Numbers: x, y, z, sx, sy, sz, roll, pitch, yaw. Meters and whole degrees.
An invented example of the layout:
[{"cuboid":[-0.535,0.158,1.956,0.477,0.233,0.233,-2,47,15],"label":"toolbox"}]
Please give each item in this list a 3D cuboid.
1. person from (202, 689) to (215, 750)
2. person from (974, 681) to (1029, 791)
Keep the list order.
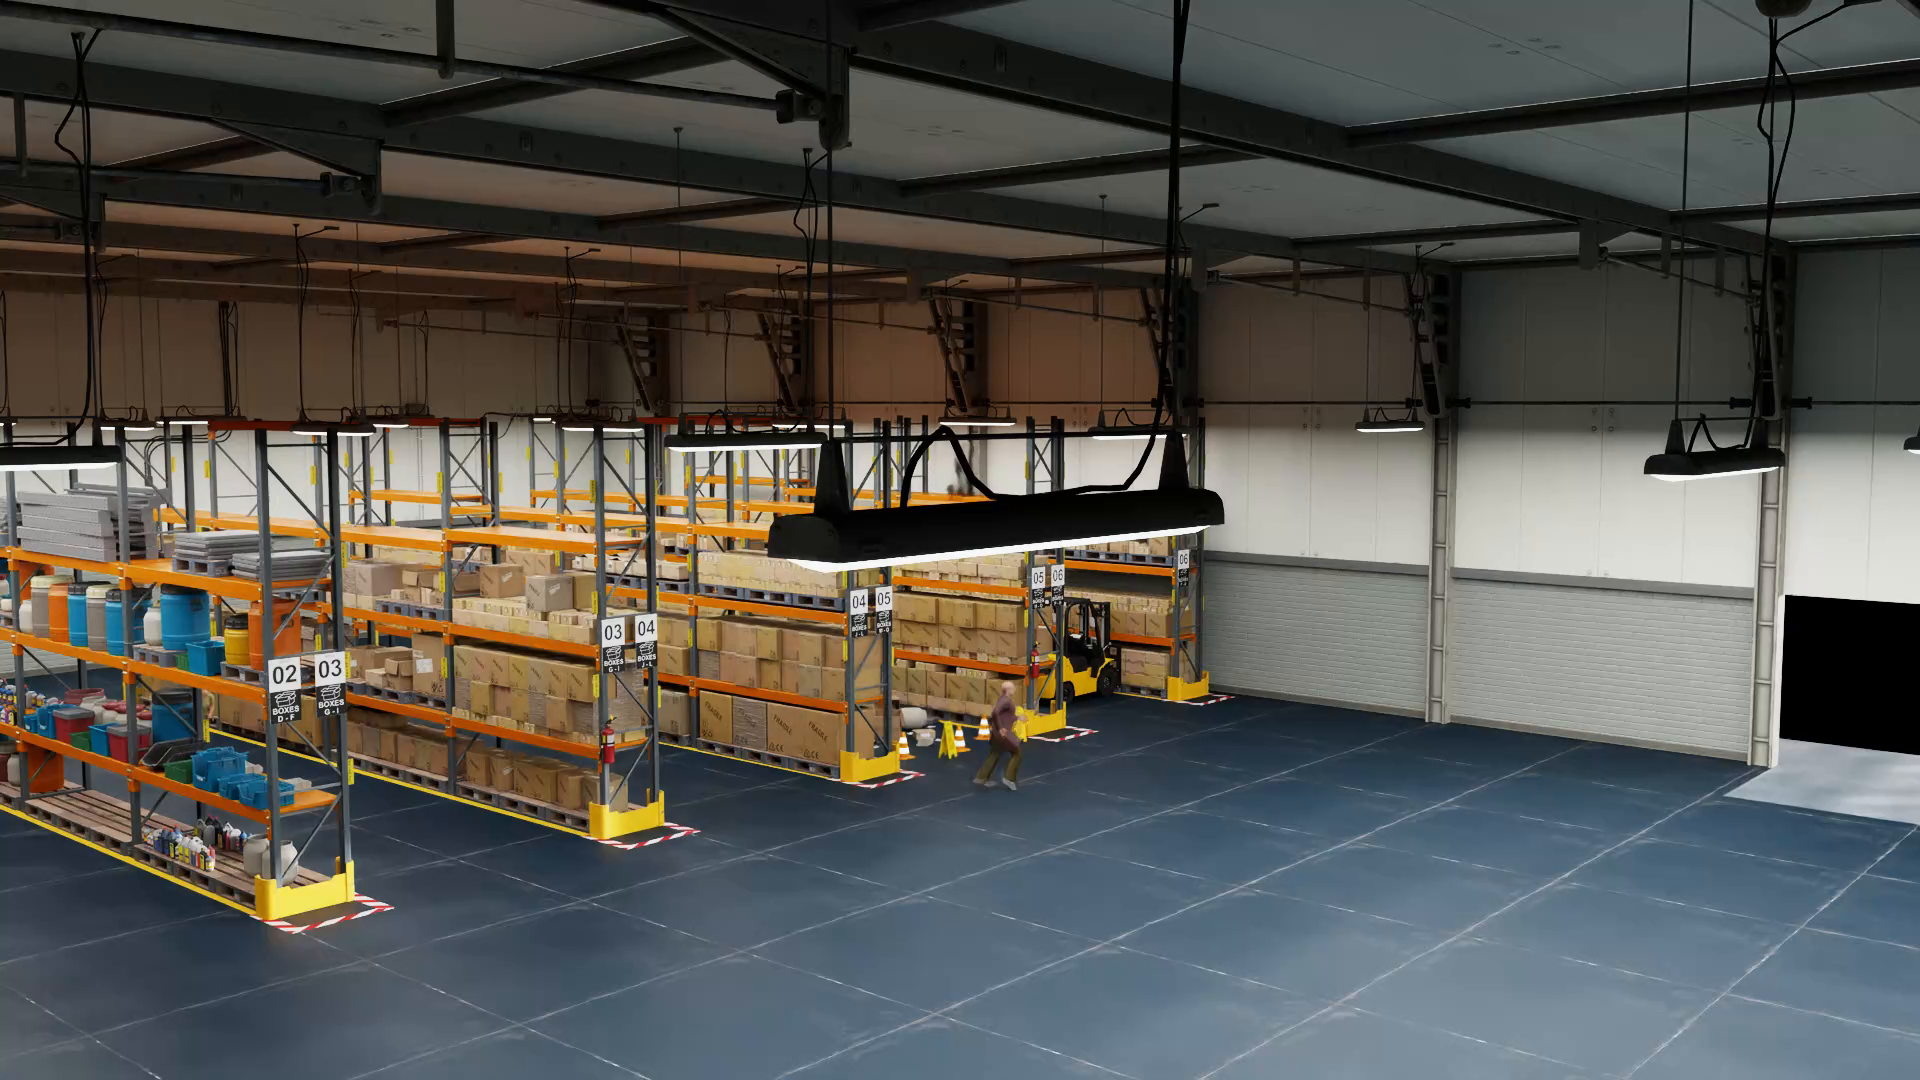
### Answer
[{"cuboid":[-13.158,3.183,28.558,1.003,1.625,0.615,4,6,40],"label":"person"},{"cuboid":[0.697,3.219,27.146,0.936,1.830,0.636,-1,5,-15],"label":"person"}]
